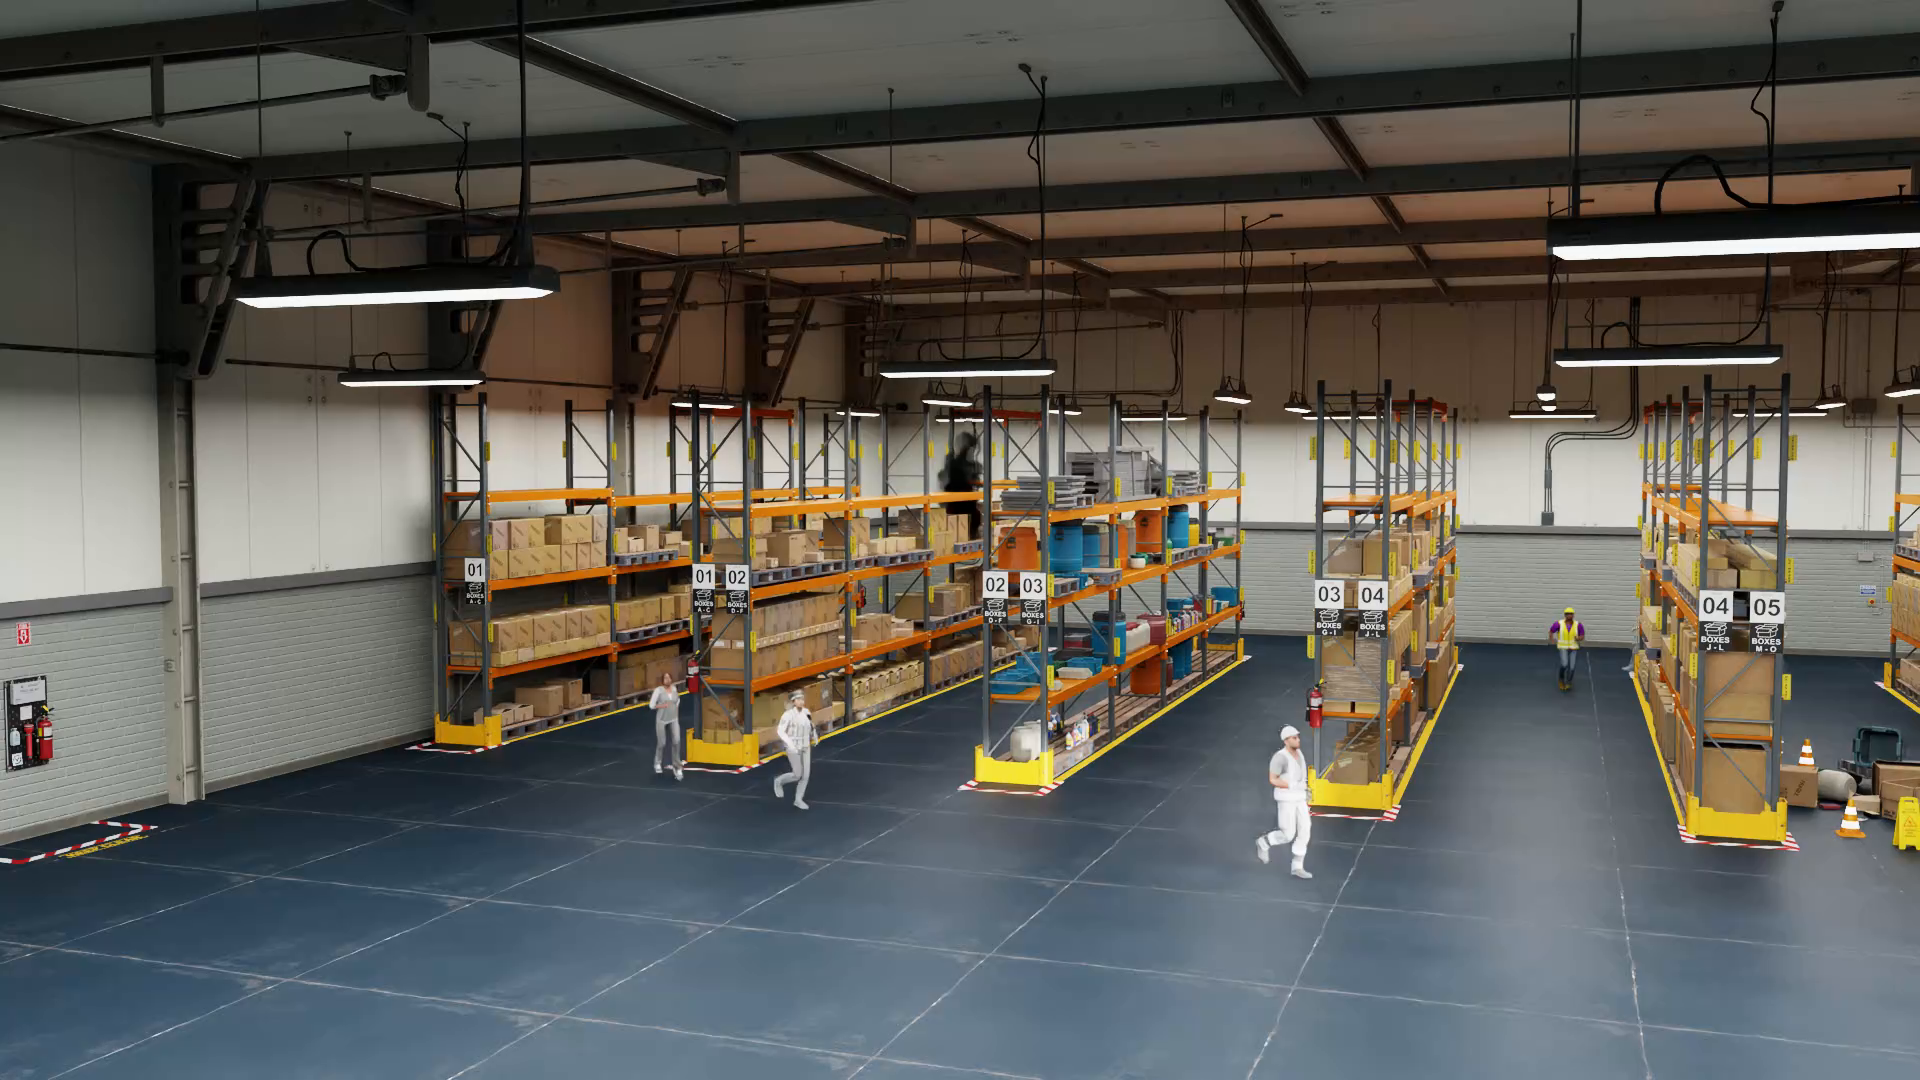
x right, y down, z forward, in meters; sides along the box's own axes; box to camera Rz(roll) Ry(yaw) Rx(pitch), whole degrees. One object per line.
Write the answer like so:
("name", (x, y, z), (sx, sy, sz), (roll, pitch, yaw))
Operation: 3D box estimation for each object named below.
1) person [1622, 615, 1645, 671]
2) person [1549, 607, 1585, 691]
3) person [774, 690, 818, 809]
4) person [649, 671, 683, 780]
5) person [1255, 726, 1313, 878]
("person", (15.559, 2.159, 37.761), (0.873, 1.649, 0.647), (0, 3, -5))
("person", (12.654, 2.277, 34.607), (0.676, 1.748, 0.678), (1, 3, 9))
("person", (-2.311, 2.931, 23.494), (0.617, 1.678, 0.594), (-3, 4, -41))
("person", (-4.517, 2.834, 25.541), (0.538, 1.641, 0.685), (-2, 3, -29))
("person", (3.862, 3.071, 19.652), (0.663, 1.757, 0.782), (-3, 4, -42))
